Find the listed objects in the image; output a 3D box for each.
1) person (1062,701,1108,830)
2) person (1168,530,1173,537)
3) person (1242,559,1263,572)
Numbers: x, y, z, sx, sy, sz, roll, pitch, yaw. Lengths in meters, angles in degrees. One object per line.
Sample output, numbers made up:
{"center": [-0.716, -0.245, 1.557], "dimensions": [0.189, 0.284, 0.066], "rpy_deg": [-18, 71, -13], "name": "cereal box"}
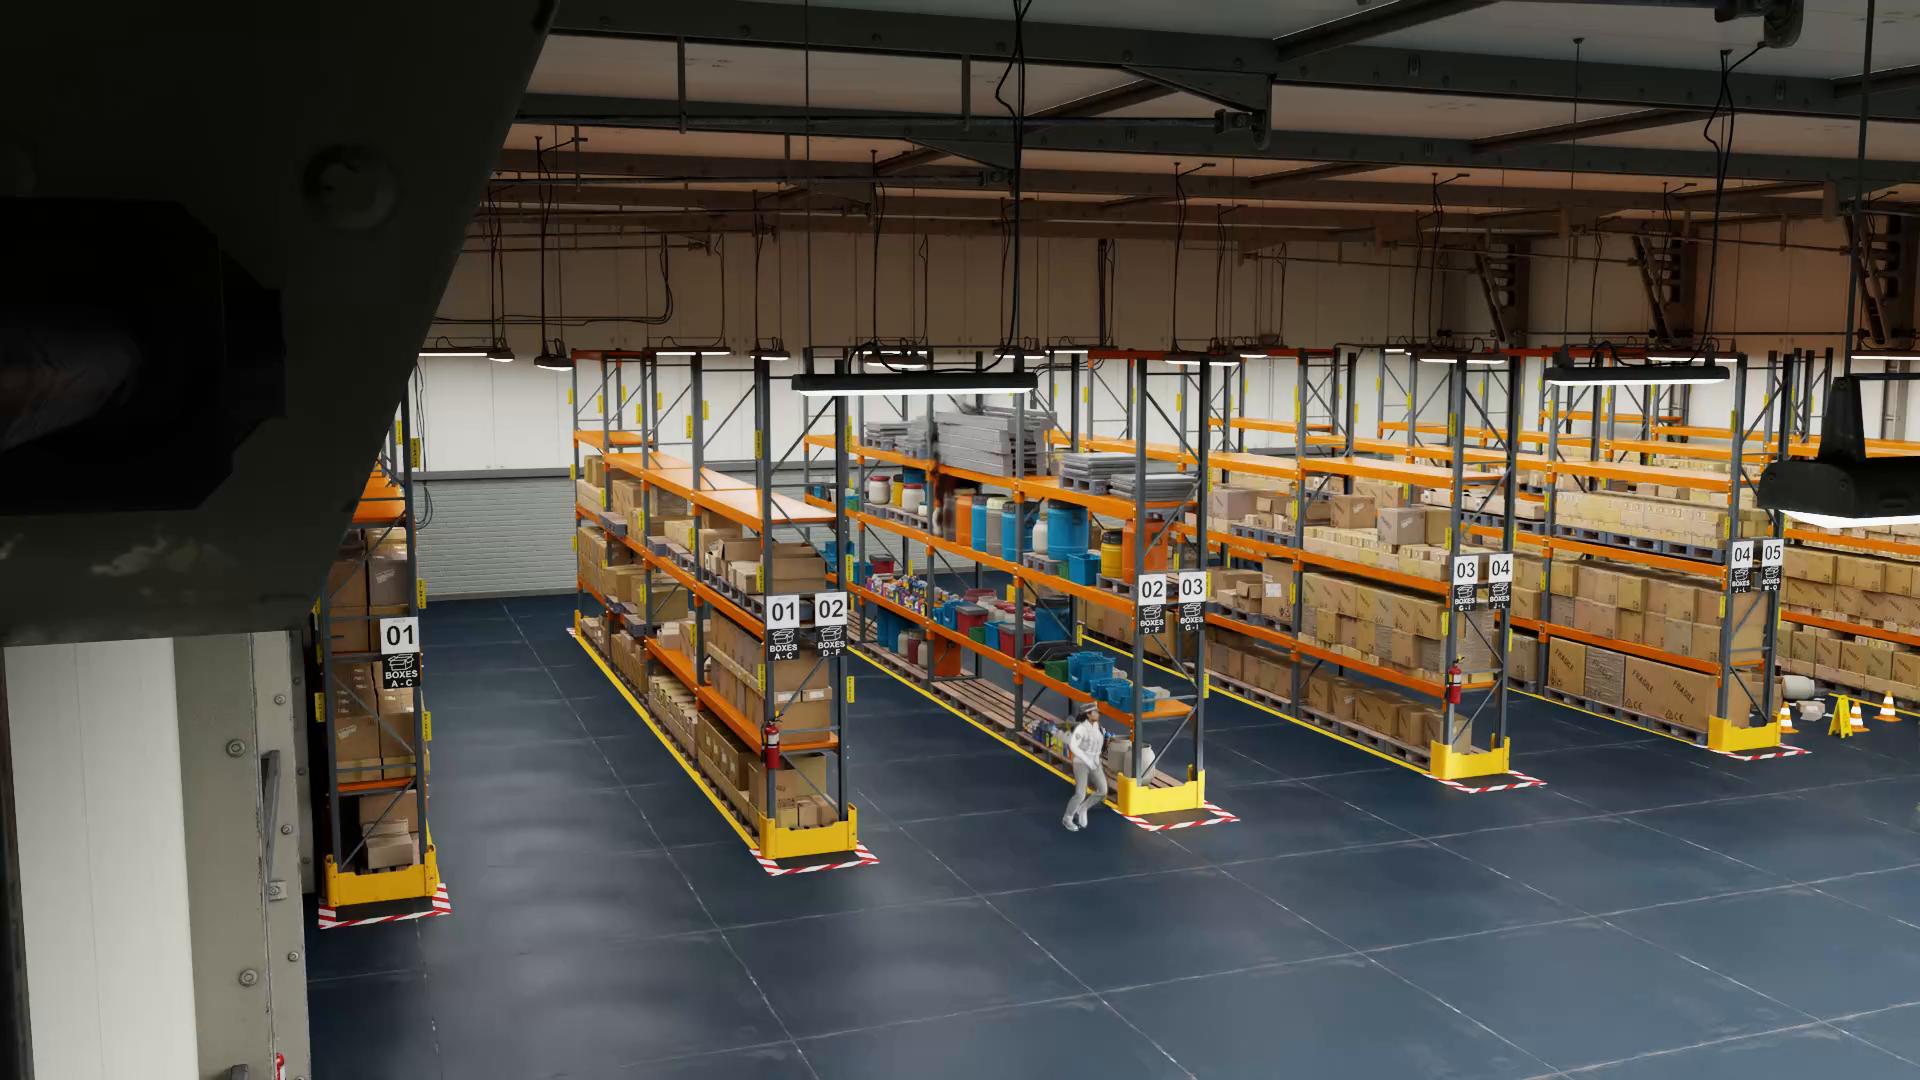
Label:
{"center": [1.666, 2.877, 21.311], "dimensions": [0.561, 1.643, 0.673], "rpy_deg": [7, 10, 44], "name": "person"}
{"center": [4.779, 0.601, 39.314], "dimensions": [0.782, 1.756, 0.574], "rpy_deg": [1, 7, 10], "name": "person"}
{"center": [7.439, 0.304, 42.144], "dimensions": [0.733, 1.647, 0.521], "rpy_deg": [-3, 8, -23], "name": "person"}
